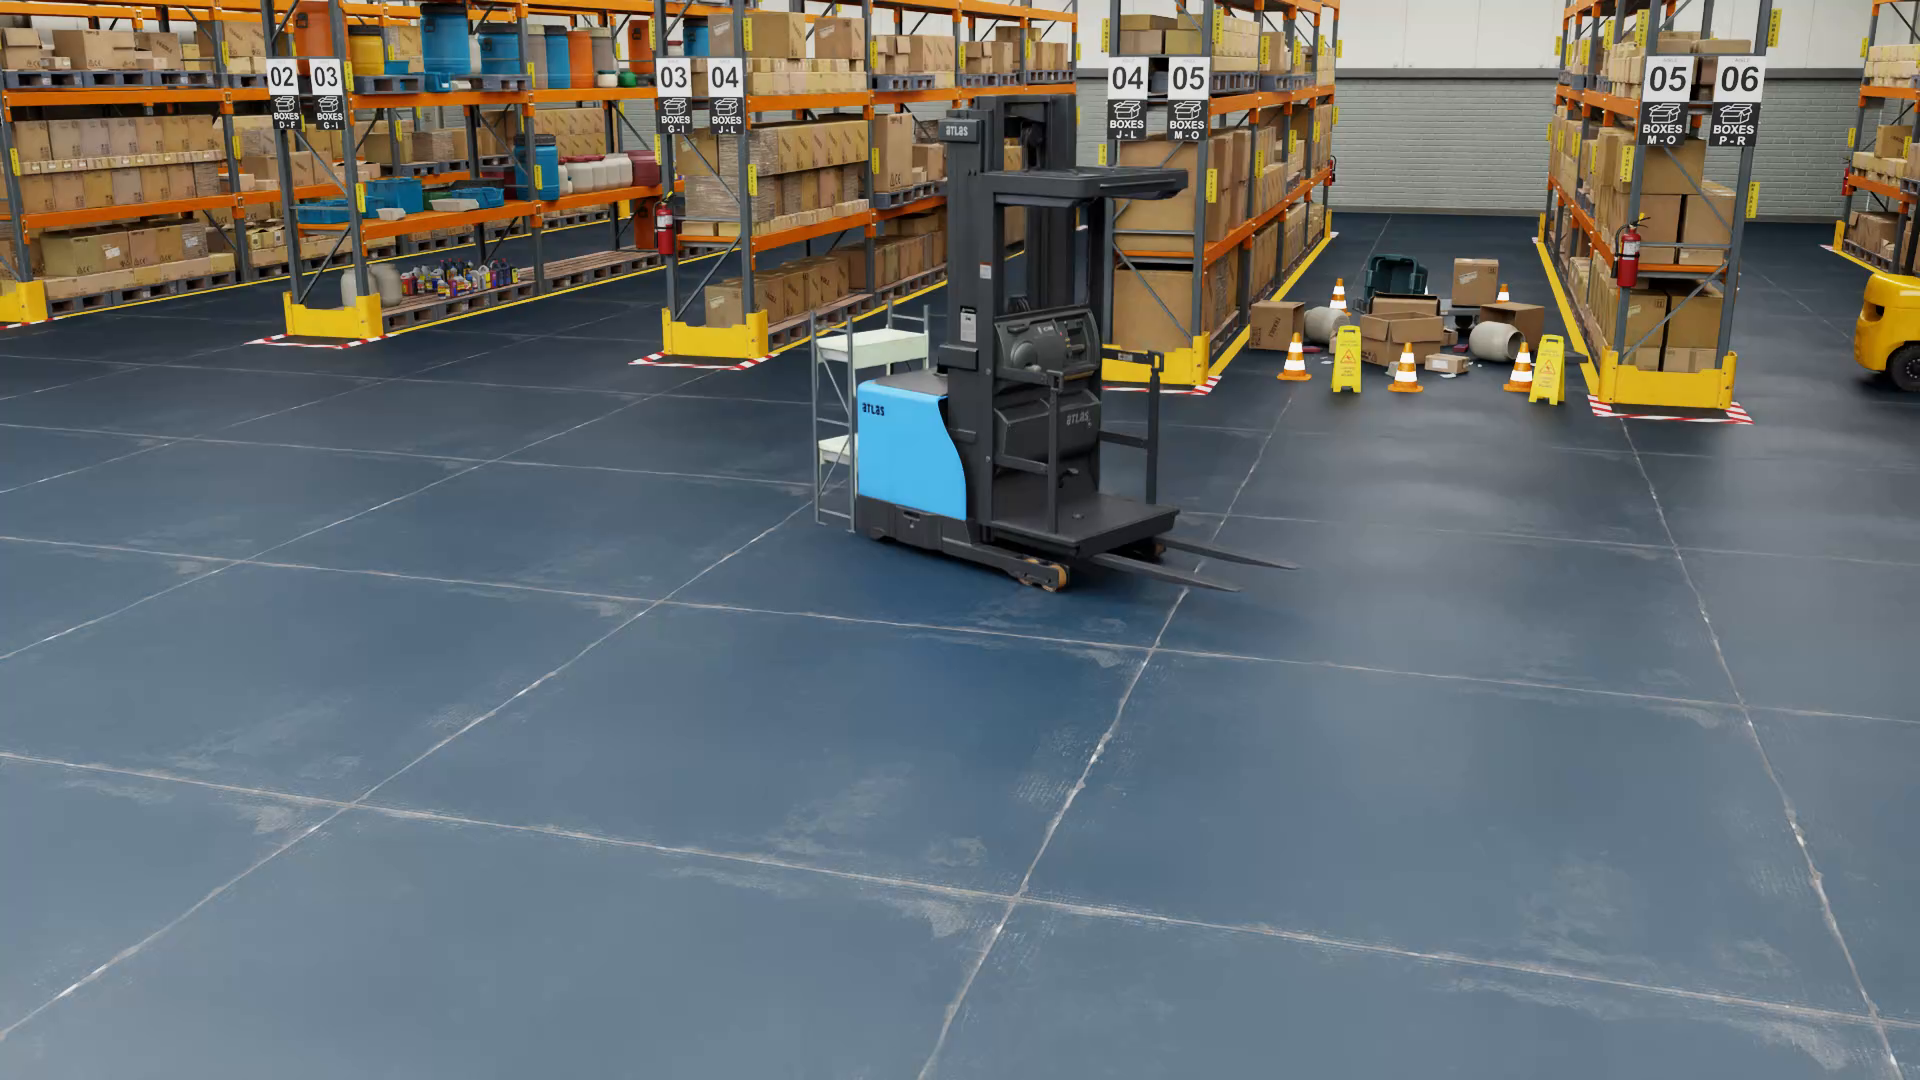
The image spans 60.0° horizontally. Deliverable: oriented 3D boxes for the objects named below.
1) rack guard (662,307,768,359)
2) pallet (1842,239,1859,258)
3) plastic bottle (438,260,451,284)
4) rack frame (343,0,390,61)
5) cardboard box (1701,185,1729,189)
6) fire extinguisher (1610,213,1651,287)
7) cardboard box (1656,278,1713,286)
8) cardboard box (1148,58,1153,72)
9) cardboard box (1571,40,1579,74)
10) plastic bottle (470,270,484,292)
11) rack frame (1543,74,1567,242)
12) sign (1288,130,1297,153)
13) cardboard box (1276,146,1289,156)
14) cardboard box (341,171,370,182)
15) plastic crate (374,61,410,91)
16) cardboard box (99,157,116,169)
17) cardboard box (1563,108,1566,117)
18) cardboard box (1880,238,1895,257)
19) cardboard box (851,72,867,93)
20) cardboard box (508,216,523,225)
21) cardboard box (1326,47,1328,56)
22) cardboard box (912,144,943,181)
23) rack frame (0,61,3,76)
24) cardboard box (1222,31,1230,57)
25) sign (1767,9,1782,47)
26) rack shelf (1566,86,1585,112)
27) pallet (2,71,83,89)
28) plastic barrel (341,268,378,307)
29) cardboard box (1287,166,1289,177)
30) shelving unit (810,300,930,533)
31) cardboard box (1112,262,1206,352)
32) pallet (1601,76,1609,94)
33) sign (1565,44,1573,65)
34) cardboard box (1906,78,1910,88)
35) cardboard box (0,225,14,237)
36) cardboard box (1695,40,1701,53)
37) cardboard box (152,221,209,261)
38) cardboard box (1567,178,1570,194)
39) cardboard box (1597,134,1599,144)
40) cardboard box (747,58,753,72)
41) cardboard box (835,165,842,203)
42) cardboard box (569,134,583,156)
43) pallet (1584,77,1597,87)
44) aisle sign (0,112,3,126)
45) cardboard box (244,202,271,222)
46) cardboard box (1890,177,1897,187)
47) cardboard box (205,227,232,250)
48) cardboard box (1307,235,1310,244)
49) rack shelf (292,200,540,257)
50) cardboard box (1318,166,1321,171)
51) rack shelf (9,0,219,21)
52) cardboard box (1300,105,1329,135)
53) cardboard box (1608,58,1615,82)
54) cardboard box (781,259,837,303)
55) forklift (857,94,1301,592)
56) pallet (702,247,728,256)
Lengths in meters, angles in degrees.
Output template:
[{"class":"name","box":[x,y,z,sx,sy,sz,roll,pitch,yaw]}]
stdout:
[{"class":"rack guard","box":[-2.743,-2.331,18.632,1.175,0.500,0.348,5,16,16]},{"class":"pallet","box":[15.797,-4.977,28.491,1.003,0.211,1.213,5,16,16]},{"class":"plastic bottle","box":[-7.057,-3.653,22.760,0.144,0.351,0.185,4,16,14]},{"class":"rack frame","box":[-9.988,-9.262,27.493,1.000,3.000,0.127,5,16,16]},{"class":"cardboard box","box":[7.425,-3.308,16.767,0.500,0.500,0.500,4,16,15]},{"class":"fire extinguisher","box":[6.263,-2.714,15.542,0.296,0.674,0.183,5,16,16]},{"class":"cardboard box","box":[7.532,-2.449,17.361,0.500,0.500,0.500,5,17,17]},{"class":"cardboard box","box":[1.732,-4.788,16.725,0.380,0.149,0.250,5,16,16]},{"class":"cardboard box","box":[9.619,-7.370,25.366,0.500,0.500,0.500,4,16,15]},{"class":"plastic bottle","box":[-6.479,-3.478,22.279,0.152,0.276,0.135,5,17,17]},{"class":"rack frame","box":[11.284,-6.931,30.269,1.000,3.000,0.127,5,16,16]},{"class":"sign","box":[4.769,-5.711,23.844,0.100,0.325,0.005,5,16,16]},{"class":"cardboard box","box":[4.776,-5.873,25.137,0.380,0.149,0.250,4,16,14]},{"class":"cardboard box","box":[-9.978,-5.998,27.441,0.380,0.149,0.250,5,16,16]},{"class":"plastic crate","box":[-7.260,-5.856,21.009,0.392,0.384,0.575,5,16,16]},{"class":"cardboard box","box":[-11.579,-5.066,22.322,0.380,0.149,0.250,4,16,15]},{"class":"cardboard box","box":[10.409,-7.226,28.105,0.380,0.149,0.250,5,16,16]},{"class":"cardboard box","box":[14.885,-4.649,26.465,0.396,0.266,0.258,5,17,18]},{"class":"cardboard box","box":[-1.507,-5.792,21.029,0.500,0.250,0.500,5,17,18]},{"class":"cardboard box","box":[-8.716,-6.280,31.749,0.500,0.500,0.500,5,16,16]},{"class":"cardboard box","box":[6.302,-8.650,29.458,0.380,0.149,0.250,5,17,17]},{"class":"cardboard box","box":[-0.669,-5.559,24.477,0.700,0.500,0.500,7,17,24]},{"class":"rack frame","box":[-12.261,-7.169,20.114,1.000,3.000,0.127,5,16,16]},{"class":"cardboard box","box":[2.489,-5.106,17.115,0.500,0.250,0.500,4,16,15]},{"class":"sign","box":[7.257,-4.567,14.834,0.100,0.325,0.005,5,16,16]},{"class":"rack shelf","box":[9.579,-6.459,24.424,1.077,0.370,4.000,5,16,16]},{"class":"pallet","box":[-12.035,-5.866,21.180,1.003,0.211,1.213,5,16,16]},{"class":"plastic barrel","box":[-7.399,-3.081,20.485,0.421,0.512,0.421,0,16,0]},{"class":"cardboard box","box":[4.784,-5.590,25.231,0.380,0.149,0.250,5,17,18]},{"class":"shelving unit","box":[-0.617,-0.880,11.684,0.431,1.500,0.755,14,21,41]},{"class":"cardboard box","box":[2.092,-2.465,17.648,0.875,0.875,0.875,5,17,16]},{"class":"pallet","box":[8.151,-5.298,19.357,1.213,0.211,1.003,5,16,16]},{"class":"sign","box":[9.615,-7.657,26.239,0.100,0.325,0.005,5,16,16]},{"class":"cardboard box","box":[14.884,-7.073,25.734,0.380,0.149,0.250,5,17,18]},{"class":"cardboard box","box":[-15.682,-4.916,26.937,0.700,0.500,0.500,5,17,18]},{"class":"cardboard box","box":[7.090,-4.595,15.536,0.380,0.149,0.250,5,16,16]},{"class":"cardboard box","box":[-11.200,-4.301,23.892,0.500,0.500,0.500,5,16,16]},{"class":"cardboard box","box":[9.194,-5.184,24.384,0.500,0.250,0.500,4,16,15]},{"class":"cardboard box","box":[8.027,-4.890,20.387,0.380,0.149,0.250,4,16,13]},{"class":"cardboard box","box":[-2.464,-5.131,17.968,0.380,0.149,0.250,5,16,15]},{"class":"cardboard box","box":[-1.991,-4.510,21.006,0.875,0.500,0.500,5,16,16]},{"class":"cardboard box","box":[-8.015,-7.981,33.786,0.500,0.500,0.500,4,16,15]},{"class":"pallet","box":[9.458,-6.656,24.147,1.003,0.211,1.213,5,17,18]},{"class":"aisle sign","box":[-11.986,-5.493,20.433,0.394,0.787,0.004,5,16,16]},{"class":"cardboard box","box":[-13.911,-6.561,32.132,0.750,0.750,0.750,5,17,18]},{"class":"cardboard box","box":[14.860,-5.623,26.116,0.380,0.149,0.250,5,17,17]},{"class":"cardboard box","box":[-11.284,-4.607,25.315,0.500,0.311,0.500,5,16,16]},{"class":"cardboard box","box":[5.784,-5.143,28.420,0.380,0.149,0.250,4,16,13]},{"class":"rack shelf","box":[-6.945,-4.075,21.518,1.077,0.370,4.000,5,16,16]},{"class":"cardboard box","box":[6.371,-6.796,30.254,0.380,0.149,0.250,4,16,13]},{"class":"rack shelf","box":[-11.693,-7.154,22.111,1.077,0.370,4.000,5,16,16]},{"class":"cardboard box","box":[6.335,-7.553,29.899,0.500,0.500,0.500,6,17,19]},{"class":"cardboard box","box":[7.486,-5.212,18.440,0.500,0.250,0.500,4,16,15]},{"class":"cardboard box","box":[-1.935,-3.308,21.306,0.500,0.500,0.500,11,19,33]},{"class":"forklift","box":[0.712,-1.253,10.376,3.031,2.935,1.130,14,21,41]},{"class":"pallet","box":[-4.707,-5.177,29.195,1.003,0.211,1.213,5,16,16]}]
